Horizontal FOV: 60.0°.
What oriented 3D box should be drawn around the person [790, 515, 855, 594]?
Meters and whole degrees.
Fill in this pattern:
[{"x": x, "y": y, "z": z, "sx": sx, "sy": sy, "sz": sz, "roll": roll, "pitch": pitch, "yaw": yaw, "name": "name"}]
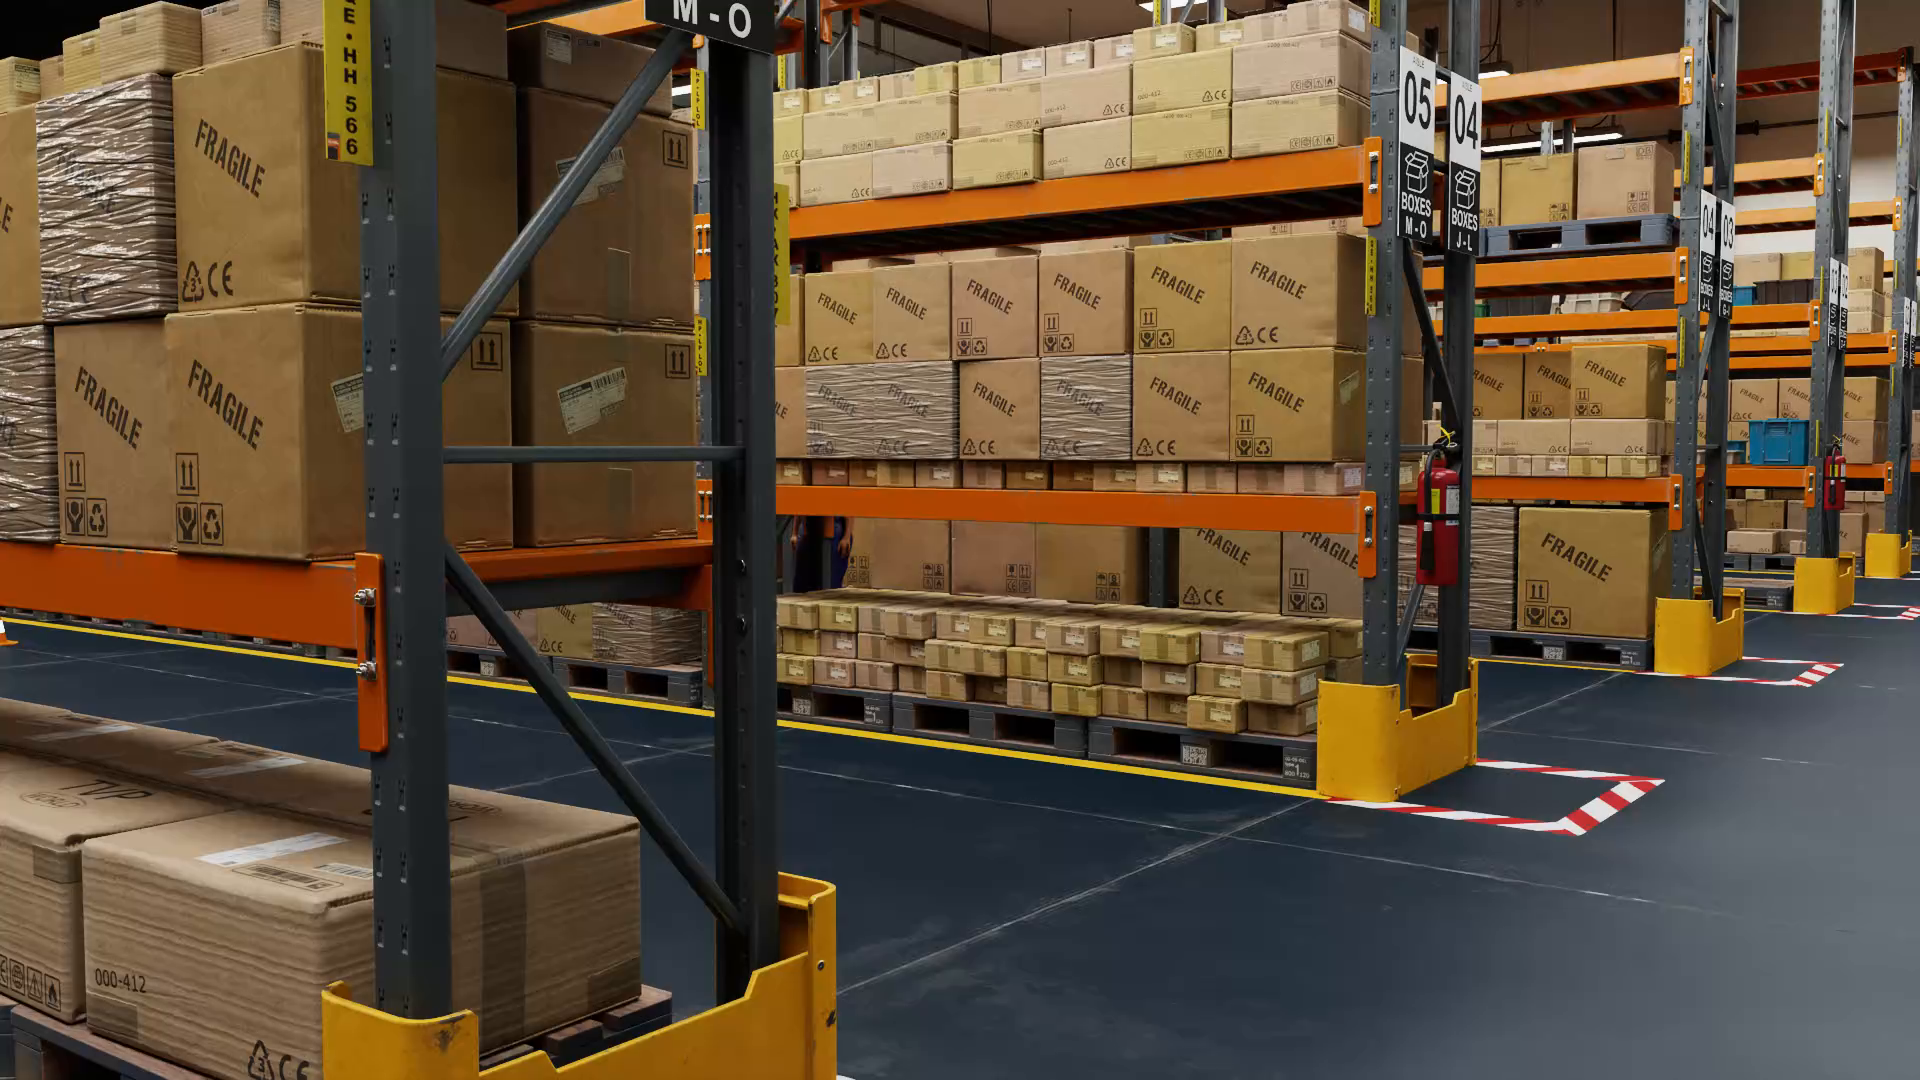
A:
[{"x": -1.032, "y": -0.006, "z": 12.323, "sx": 0.563, "sy": 1.651, "sz": 0.375, "roll": 2, "pitch": 4, "yaw": 32, "name": "person"}]
